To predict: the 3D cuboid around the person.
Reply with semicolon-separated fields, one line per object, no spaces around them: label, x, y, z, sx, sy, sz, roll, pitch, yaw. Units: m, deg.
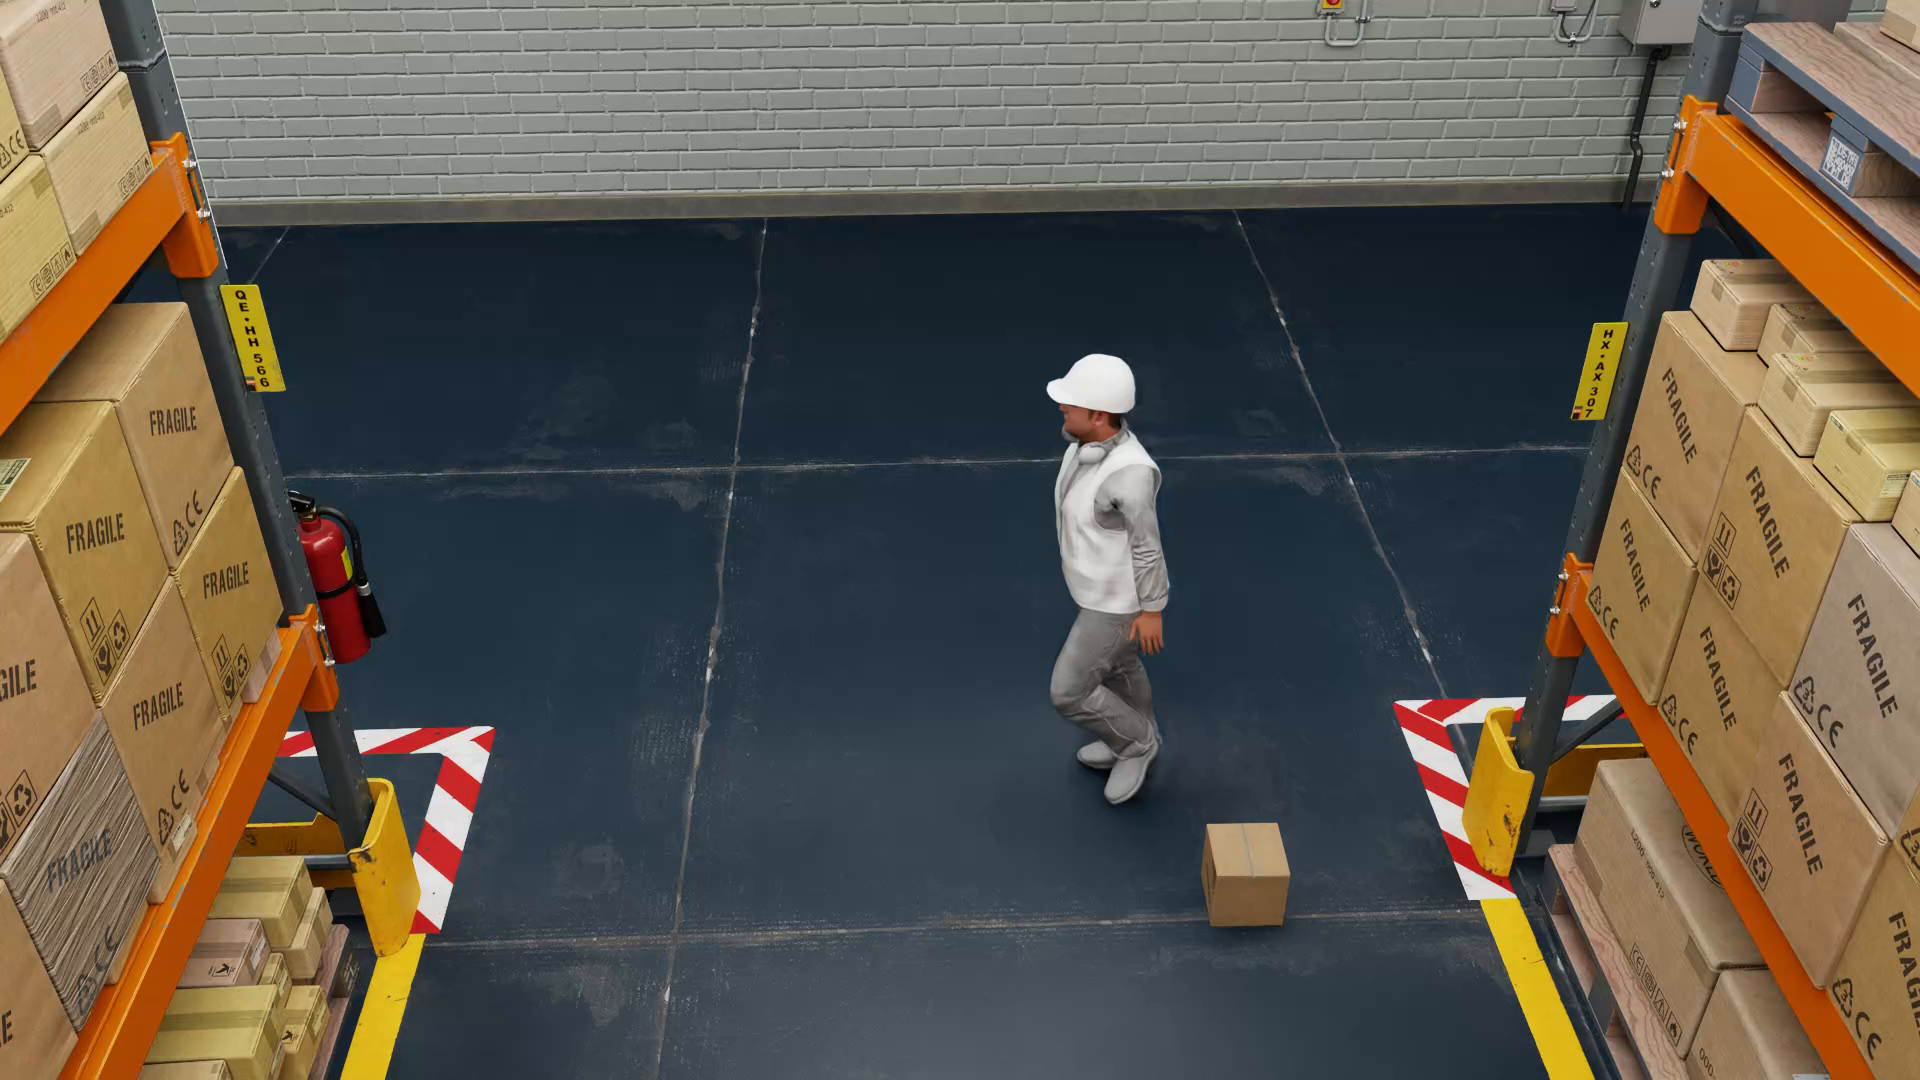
person;0.534;0.139;5.897;0.487;1.762;0.568;-5;35;-7
